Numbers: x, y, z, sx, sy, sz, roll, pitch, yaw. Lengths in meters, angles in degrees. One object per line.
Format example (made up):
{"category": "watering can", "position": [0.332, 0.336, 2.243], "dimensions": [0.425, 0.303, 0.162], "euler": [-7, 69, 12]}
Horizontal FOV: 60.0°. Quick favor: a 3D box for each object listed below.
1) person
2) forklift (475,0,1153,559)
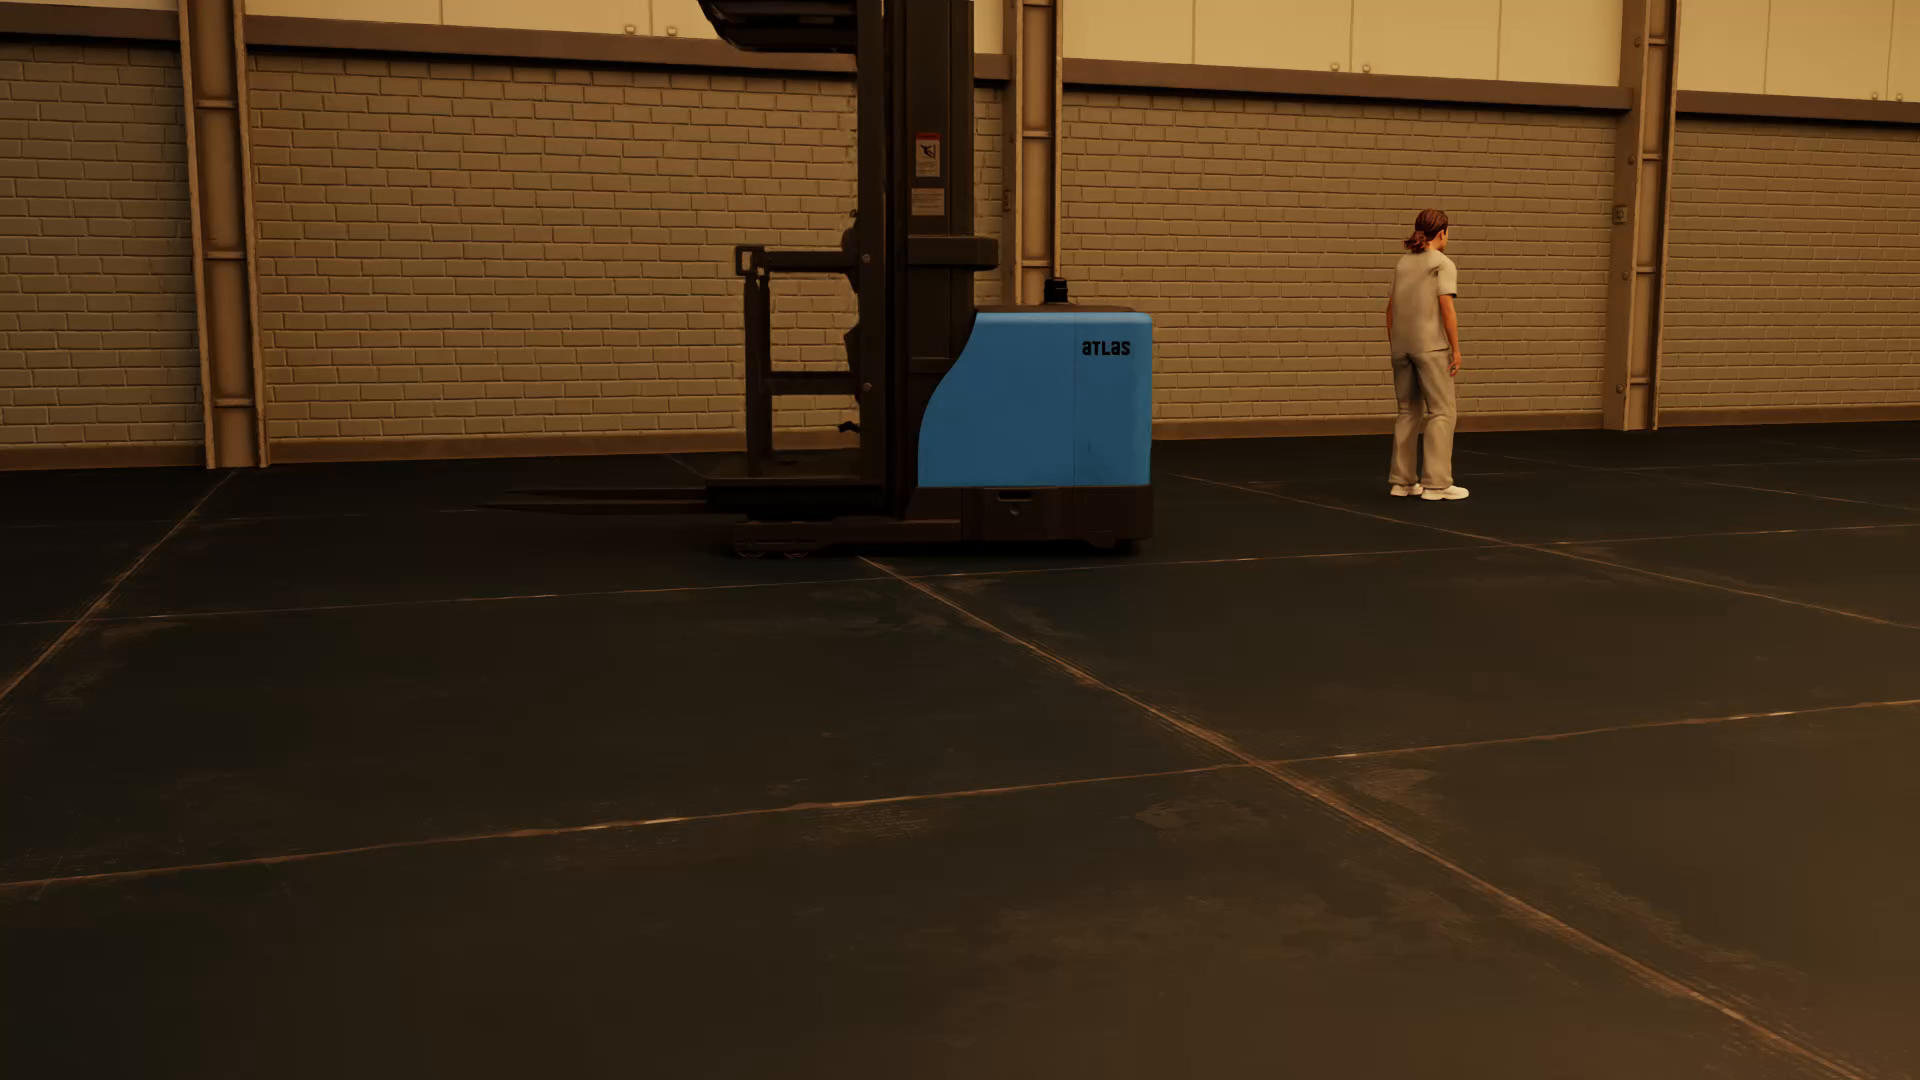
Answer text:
{"category": "person", "position": [2.697, -1.079, 9.662], "dimensions": [0.363, 1.672, 0.489], "euler": [-5, 9, -35]}
{"category": "forklift", "position": [-0.670, -1.443, 7.654], "dimensions": [3.031, 2.935, 1.130], "euler": [0, 8, -3]}
